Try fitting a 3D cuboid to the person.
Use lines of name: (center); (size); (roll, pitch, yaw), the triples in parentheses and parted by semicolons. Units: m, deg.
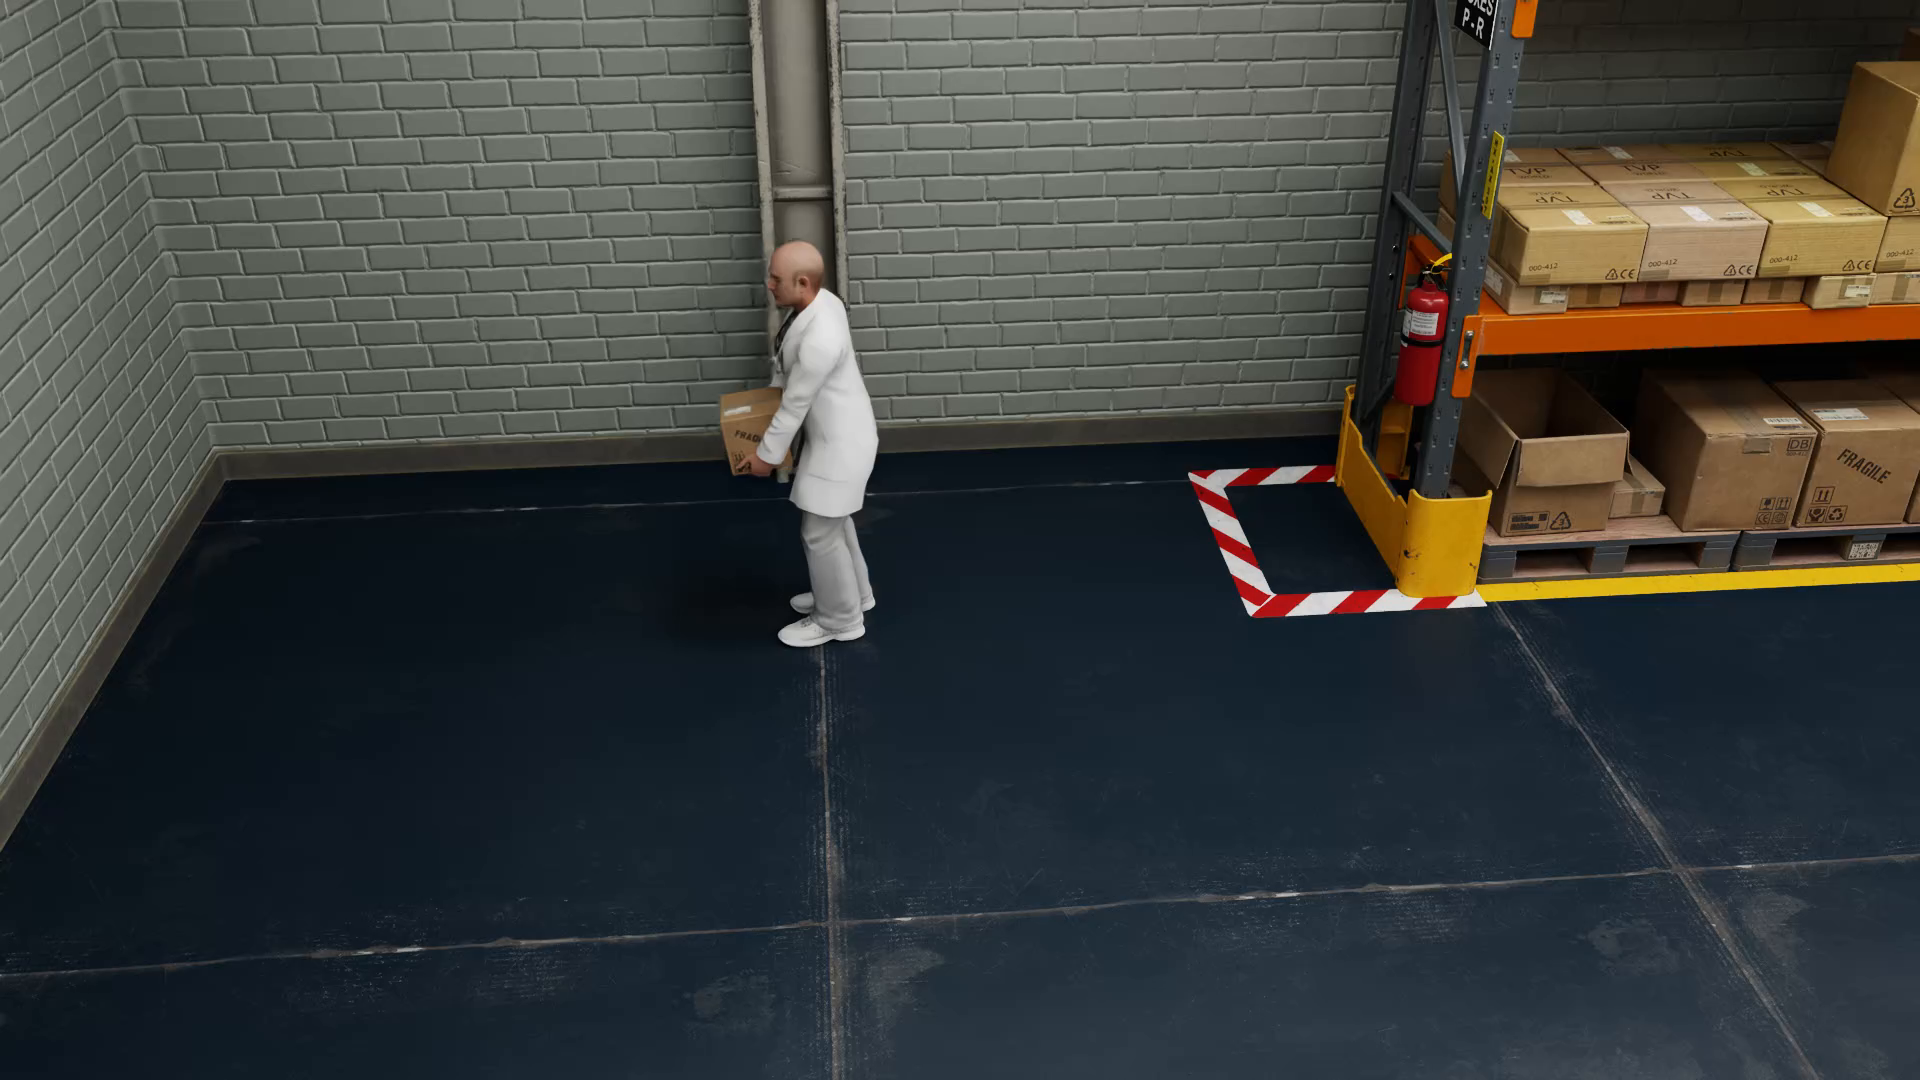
person: (-0.627, -0.385, 6.813); (0.582, 1.767, 0.532); (-3, 31, -5)
